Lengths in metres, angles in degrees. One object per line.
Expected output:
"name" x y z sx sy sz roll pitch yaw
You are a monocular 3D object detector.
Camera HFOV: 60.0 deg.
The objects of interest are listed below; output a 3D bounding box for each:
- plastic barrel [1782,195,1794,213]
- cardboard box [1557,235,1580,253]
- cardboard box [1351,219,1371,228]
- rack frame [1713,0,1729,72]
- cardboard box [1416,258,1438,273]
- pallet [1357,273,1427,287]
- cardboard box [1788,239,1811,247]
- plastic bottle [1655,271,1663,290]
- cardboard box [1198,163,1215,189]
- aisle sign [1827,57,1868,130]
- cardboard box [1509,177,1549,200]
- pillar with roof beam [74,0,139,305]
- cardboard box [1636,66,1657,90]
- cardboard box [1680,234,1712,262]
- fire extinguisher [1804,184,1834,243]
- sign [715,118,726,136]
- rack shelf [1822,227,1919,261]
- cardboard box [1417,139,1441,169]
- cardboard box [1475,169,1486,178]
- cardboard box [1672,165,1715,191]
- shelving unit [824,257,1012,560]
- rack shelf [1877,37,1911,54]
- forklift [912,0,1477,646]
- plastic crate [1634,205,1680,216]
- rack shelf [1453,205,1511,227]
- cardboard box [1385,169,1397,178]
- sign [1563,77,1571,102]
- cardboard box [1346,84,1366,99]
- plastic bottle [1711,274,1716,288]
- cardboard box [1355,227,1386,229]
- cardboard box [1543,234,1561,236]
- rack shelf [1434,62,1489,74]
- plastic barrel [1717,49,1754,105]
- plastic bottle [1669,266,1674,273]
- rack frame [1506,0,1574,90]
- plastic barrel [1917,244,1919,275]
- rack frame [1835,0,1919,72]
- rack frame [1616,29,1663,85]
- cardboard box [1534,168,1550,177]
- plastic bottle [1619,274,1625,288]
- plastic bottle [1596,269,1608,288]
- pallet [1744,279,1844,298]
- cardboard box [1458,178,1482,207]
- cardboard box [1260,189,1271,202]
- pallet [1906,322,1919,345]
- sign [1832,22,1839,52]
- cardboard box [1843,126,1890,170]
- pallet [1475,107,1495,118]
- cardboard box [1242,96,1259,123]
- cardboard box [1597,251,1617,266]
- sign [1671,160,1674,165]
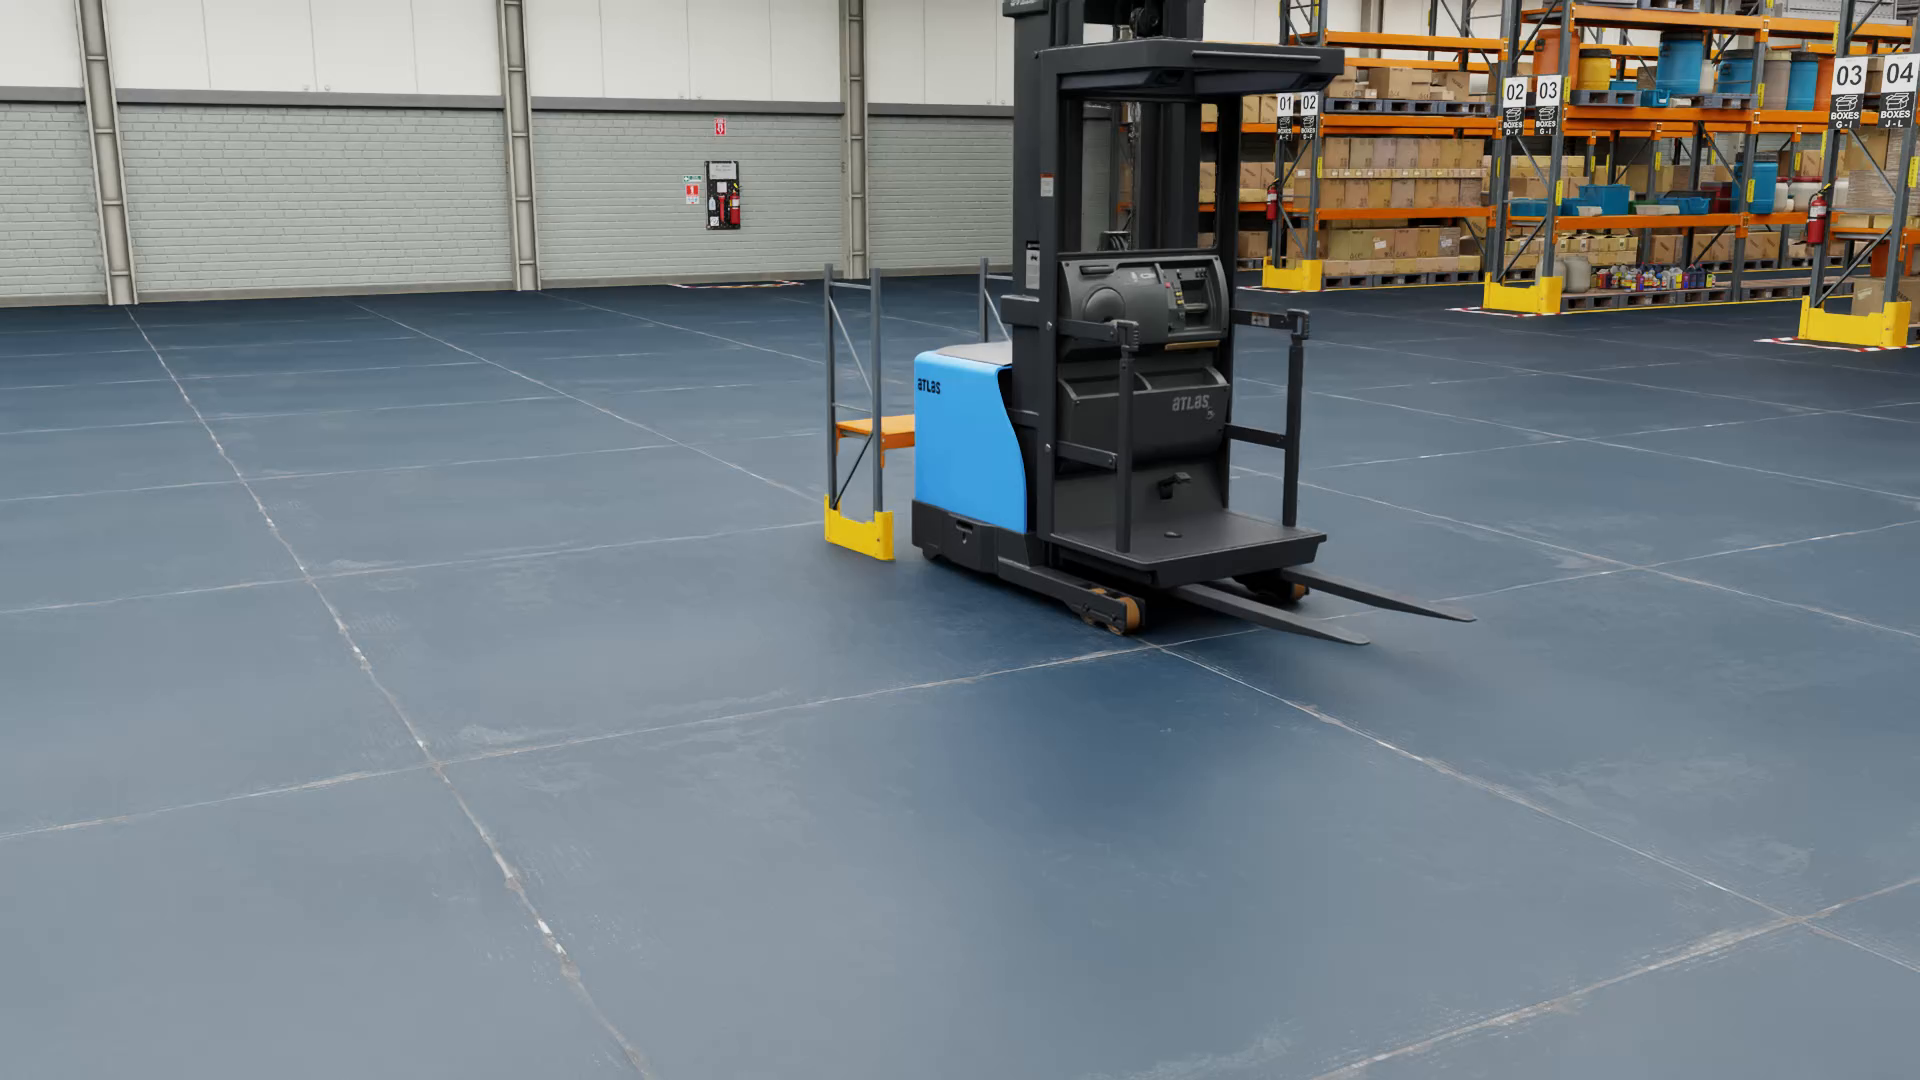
"plastic barrel" 12.668 -5.176 25.590 0.301 0.262 0.301 0 13 0
"cardboard box" 10.894 -5.383 30.224 0.500 0.311 0.500 -6 14 -26
"cardboard box" 8.164 -6.587 34.528 0.500 0.250 0.500 -7 15 -29
"rack frame" 17.219 -11.232 38.522 0.127 3.000 1.000 -7 14 -28
"cardboard box" 7.885 -4.755 28.711 0.500 0.250 0.500 -7 14 -28
"pallet" 7.273 -4.523 28.727 1.213 0.211 1.003 -7 14 -28
"cardboard box" 17.108 -6.026 34.177 0.500 0.311 0.500 -7 14 -28
"plastic bottle" 10.230 -3.795 24.351 0.097 0.271 0.097 0 13 0
"cardboard box" 4.634 -7.020 32.057 0.500 0.500 0.500 -7 15 -30
"aisle sign" 10.097 -5.078 18.919 0.004 0.787 0.394 -7 14 -28
"cardboard box" 10.207 -6.270 29.911 0.500 0.500 0.500 -6 14 -24
"pillar with roof beam" -10.361 -7.066 20.010 0.400 9.000 9.100 -7 14 -28
"cardboard box" 12.960 -8.554 30.949 0.500 0.500 0.500 -7 14 -28
"cardboard box" 14.010 -5.605 31.874 0.500 0.500 0.500 -7 14 -29
"fire extinguisher" 9.974 -3.797 19.326 0.183 0.674 0.296 -7 14 -28
"sign" -4.133 -7.128 28.669 0.199 0.298 0.001 -7 14 -28
"rack shelf" 12.051 -3.618 19.990 4.000 0.370 1.077 -7 14 -28
"cardboard box" 7.794 -6.616 28.494 0.500 0.500 0.700 -7 14 -28
"cardboard box" 8.927 -6.384 28.938 0.250 0.149 0.380 -7 14 -28
"cardboard box" 13.967 -6.910 31.798 0.500 0.500 0.700 -4 13 -17
"shelving unit" -0.137 -0.749 9.021 1.083 1.500 0.587 -9 15 -35
"rack shelf" 16.700 -8.145 27.356 4.000 0.370 1.077 -7 14 -28
"forklift" 0.976 -1.134 7.471 1.130 2.935 3.031 -8 15 -32
"plastic crate" 10.129 -4.785 24.140 0.437 0.136 0.530 -7 14 -28
"rack shelf" 10.819 -5.948 30.345 4.000 0.370 1.077 -7 14 -28
"cardboard box" 7.129 -6.168 27.981 0.250 0.149 0.380 -7 14 -29
"sign" 8.182 -6.074 22.414 0.005 0.325 0.100 -7 14 -28
"cardboard box" 6.437 -7.503 27.851 0.500 0.250 0.500 -7 14 -28
"plastic bottle" 11.264 -3.885 24.910 0.097 0.201 0.097 0 13 0
"cardboard box" 7.191 -5.171 28.852 0.500 0.500 0.500 -7 14 -28
"cardboard box" 11.068 -5.538 30.912 0.500 0.311 0.500 -7 15 -29
"rack shelf" 11.953 -10.055 35.840 4.000 0.370 1.077 -7 14 -28
"plastic barrel" 11.776 -6.937 25.126 0.708 0.901 0.600 -7 14 -28
"plastic bottle" 10.944 -4.068 25.565 0.097 0.271 0.097 0 13 0
"rack frame" 7.922 -7.639 22.559 0.127 3.000 1.000 -7 14 -28
"plastic barrel" 16.357 -4.756 27.947 0.708 0.588 0.600 -7 14 -28
"rack frame" 10.296 -6.685 18.317 0.127 3.000 1.000 -7 14 -28
"rack frame" 12.574 -9.436 30.542 0.127 3.000 1.000 -7 14 -28
"cardboard box" 12.536 -7.884 36.359 0.500 0.500 0.500 -7 14 -28
"plastic bottle" 9.920 -3.875 24.867 0.097 0.201 0.097 0 13 0
"plastic bottle" 9.559 -3.897 24.796 0.135 0.276 0.152 -7 14 -27
"pallet" 13.176 -3.992 26.368 1.213 0.211 1.003 -7 14 -28
"cardboard box" 8.677 -6.089 29.107 0.500 0.500 0.700 -7 15 -29
"cardboard box" 5.975 -6.820 32.878 0.500 0.250 0.500 -7 14 -28
"pallet" 11.092 -2.484 19.667 1.213 0.211 1.003 -7 14 -28
"sign" 10.047 -5.763 19.034 0.005 0.325 0.100 -7 14 -28
"cardboard box" 10.660 -4.545 19.291 0.500 0.500 0.500 -7 14 -28
"pallet" 9.831 -7.554 29.446 1.217 0.209 0.805 -8 15 -30
"cardboard box" 5.443 -8.347 32.264 0.500 0.500 0.500 -7 15 -30
"cardboard box" 11.778 -5.215 30.757 0.500 0.250 0.500 -7 14 -29
"sign" 16.958 -8.874 39.555 0.005 0.325 0.100 -7 14 -28
